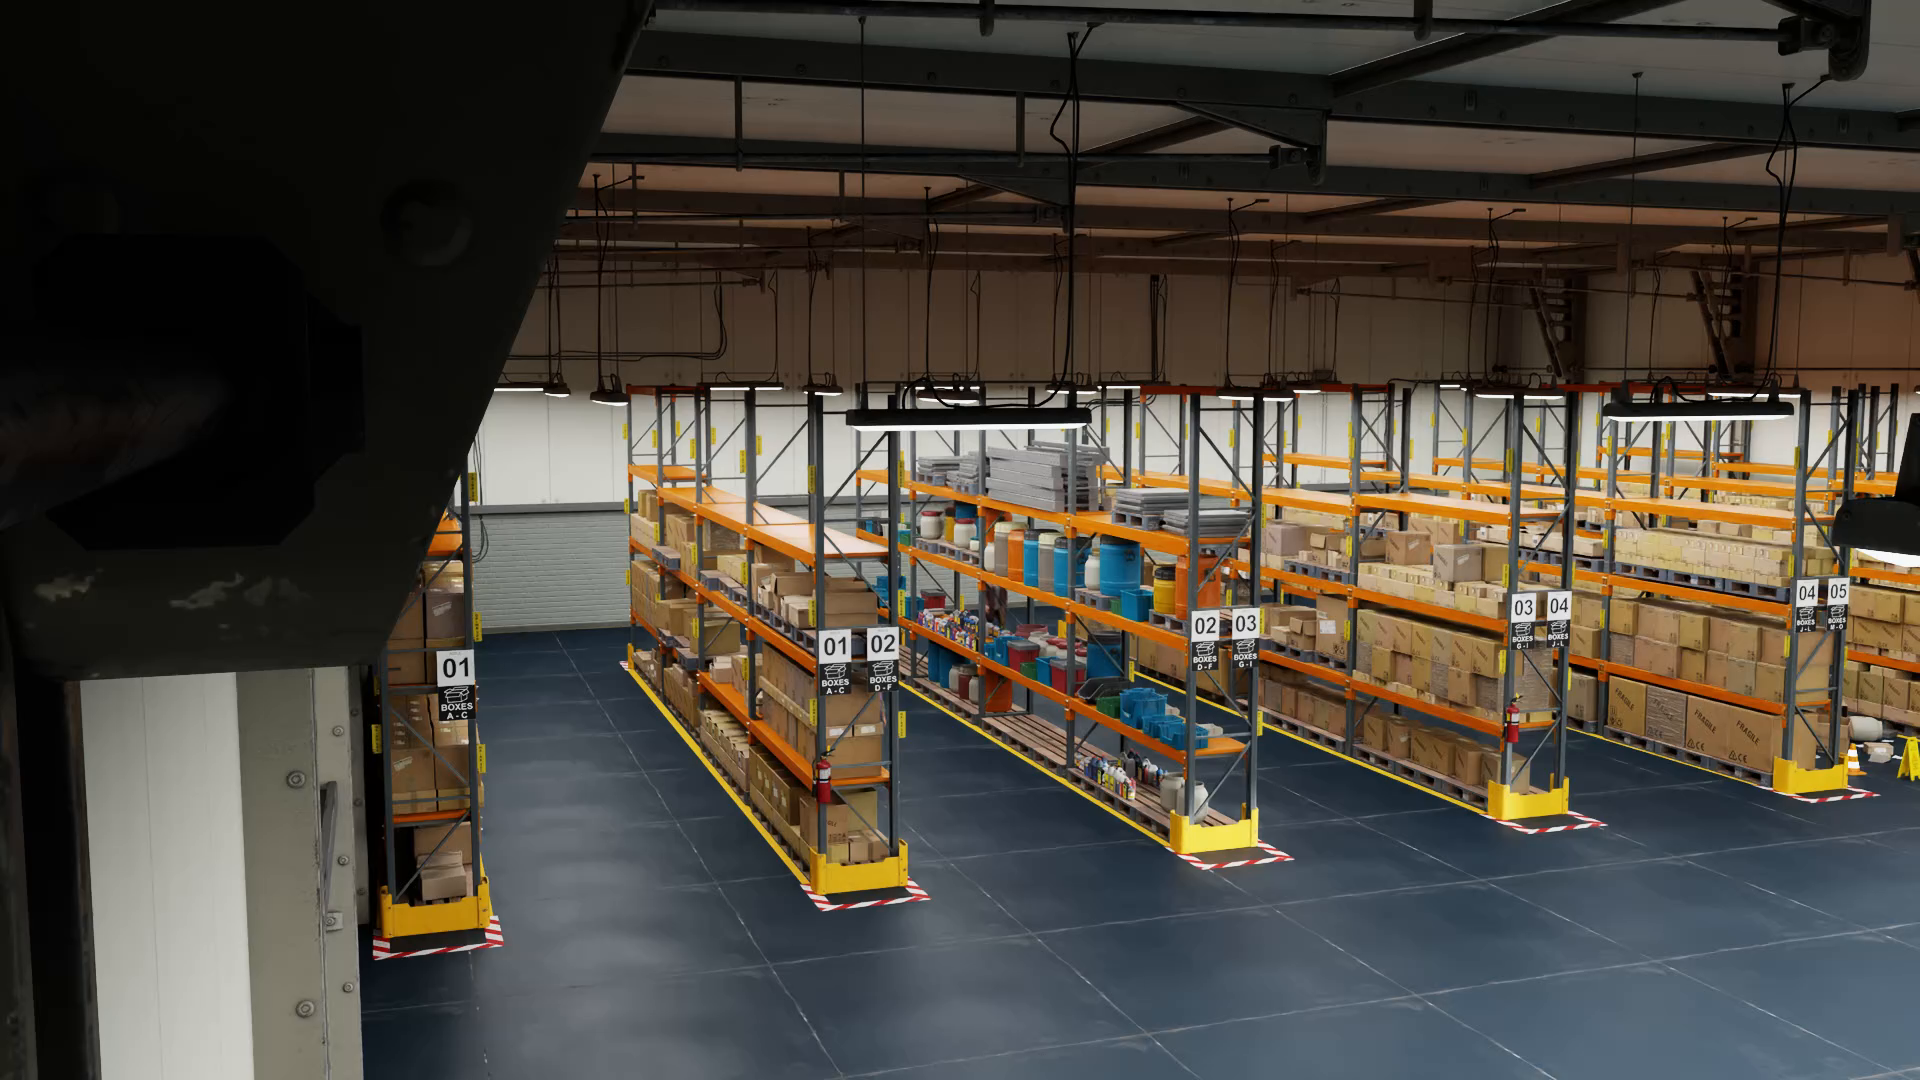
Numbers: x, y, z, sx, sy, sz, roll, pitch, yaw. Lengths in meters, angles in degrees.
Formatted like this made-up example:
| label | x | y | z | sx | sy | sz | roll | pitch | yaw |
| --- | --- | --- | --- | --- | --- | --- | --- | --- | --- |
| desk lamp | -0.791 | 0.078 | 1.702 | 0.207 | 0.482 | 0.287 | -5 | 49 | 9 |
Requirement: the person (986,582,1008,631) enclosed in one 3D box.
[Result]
| label | x | y | z | sx | sy | sz | roll | pitch | yaw |
| --- | --- | --- | --- | --- | --- | --- | --- | --- | --- |
| person | 0.828 | 1.532 | 37.969 | 0.642 | 1.713 | 1.141 | -2 | 6 | -17 |

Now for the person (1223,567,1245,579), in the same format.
| label | x | y | z | sx | sy | sz | roll | pitch | yaw |
| --- | --- | --- | --- | --- | --- | --- | --- | --- | --- |
| person | 6.781 | 1.214 | 41.132 | 0.600 | 1.729 | 0.999 | 4 | 7 | 36 |

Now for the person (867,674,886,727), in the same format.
| label | x | y | z | sx | sy | sz | roll | pitch | yaw |
| --- | --- | --- | --- | --- | --- | --- | --- | --- | --- |
| person | -1.388 | 2.830 | 26.250 | 0.920 | 1.545 | 0.437 | 6 | 8 | 44 |
